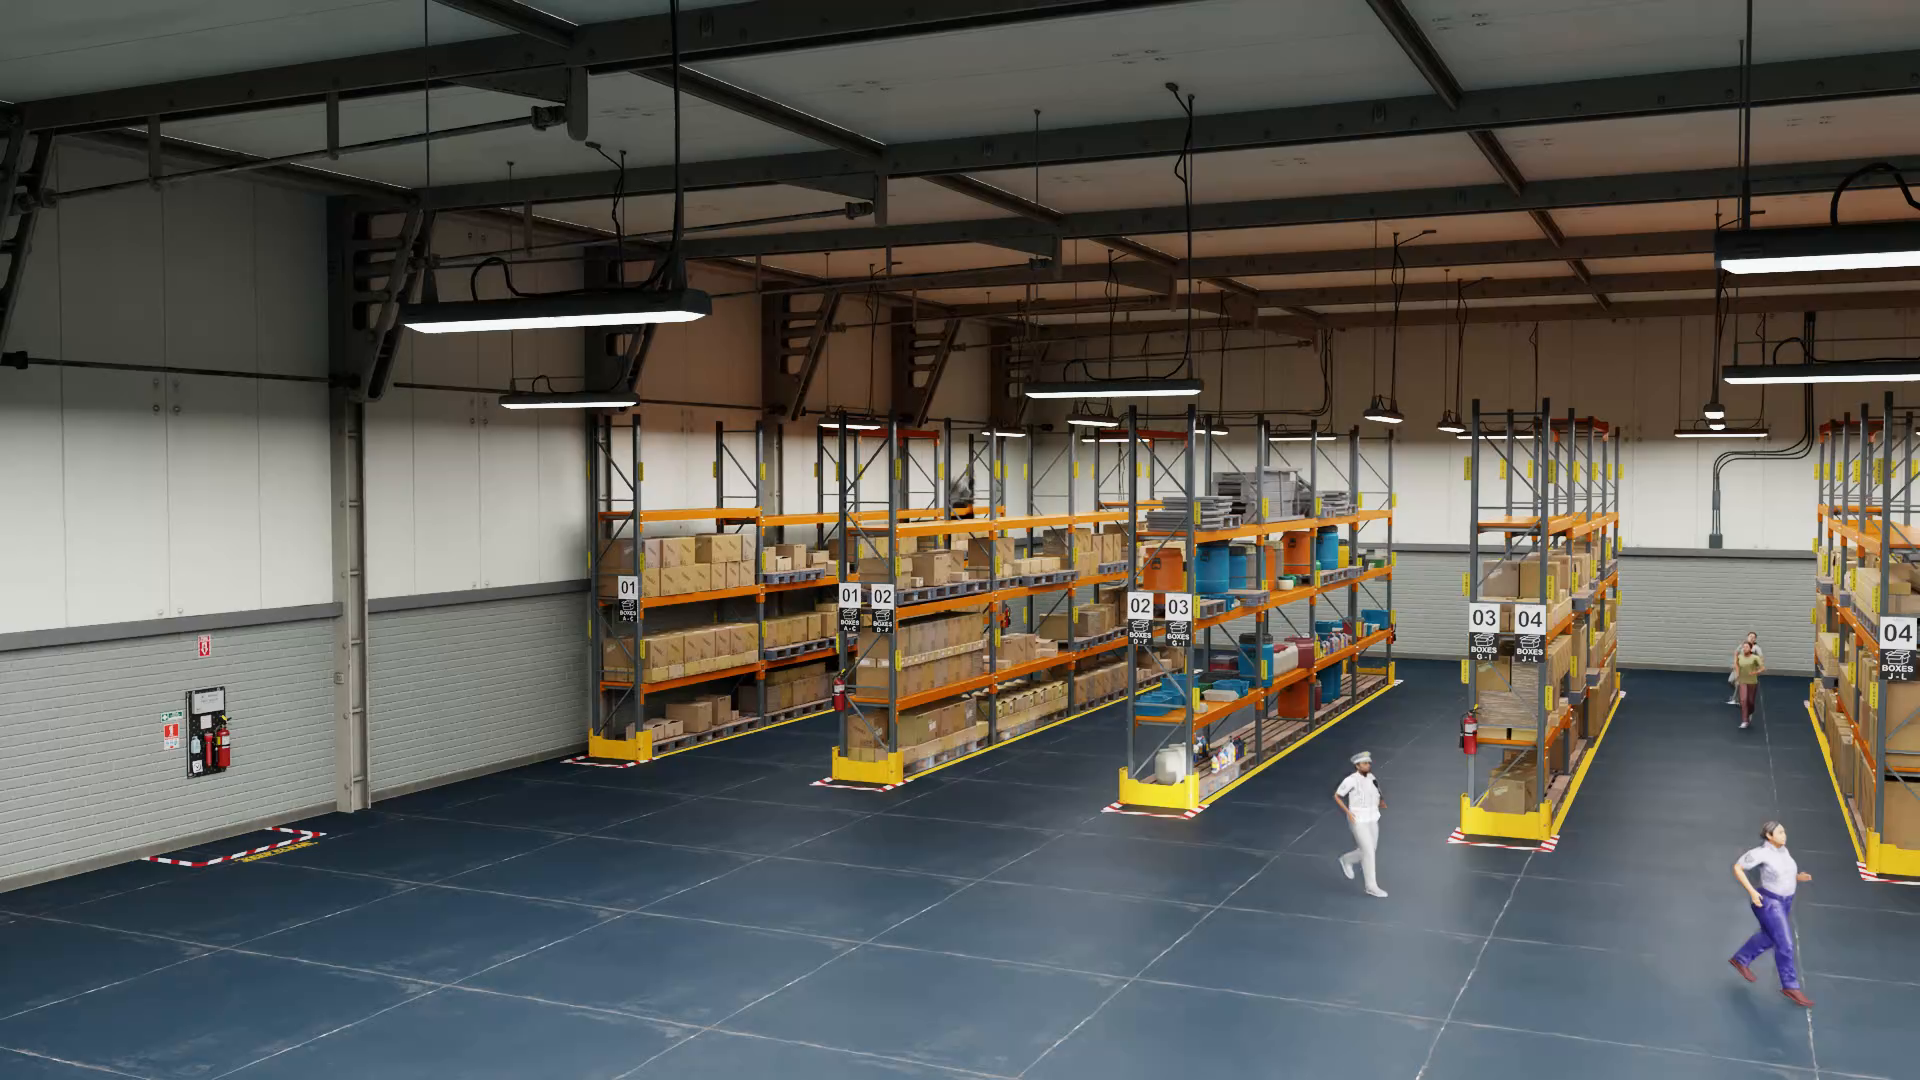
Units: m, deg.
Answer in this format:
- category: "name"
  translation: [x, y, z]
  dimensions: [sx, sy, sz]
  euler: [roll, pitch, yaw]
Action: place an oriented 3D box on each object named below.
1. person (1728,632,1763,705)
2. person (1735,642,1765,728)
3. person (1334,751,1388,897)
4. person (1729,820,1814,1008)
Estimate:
- category: "person"
  translation: [16.741, 2.744, 35.497]
  dimensions: [0.539, 1.583, 0.652]
  euler: [-2, 3, -35]
- category: "person"
  translation: [15.510, 2.831, 32.695]
  dimensions: [0.569, 1.673, 0.851]
  euler: [2, 3, 36]
- category: "person"
  translation: [4.780, 3.344, 19.803]
  dimensions: [0.587, 1.661, 0.871]
  euler: [-1, 3, -30]
- category: "person"
  translation: [7.767, 3.509, 15.868]
  dimensions: [0.594, 1.671, 0.859]
  euler: [-2, 3, -37]
